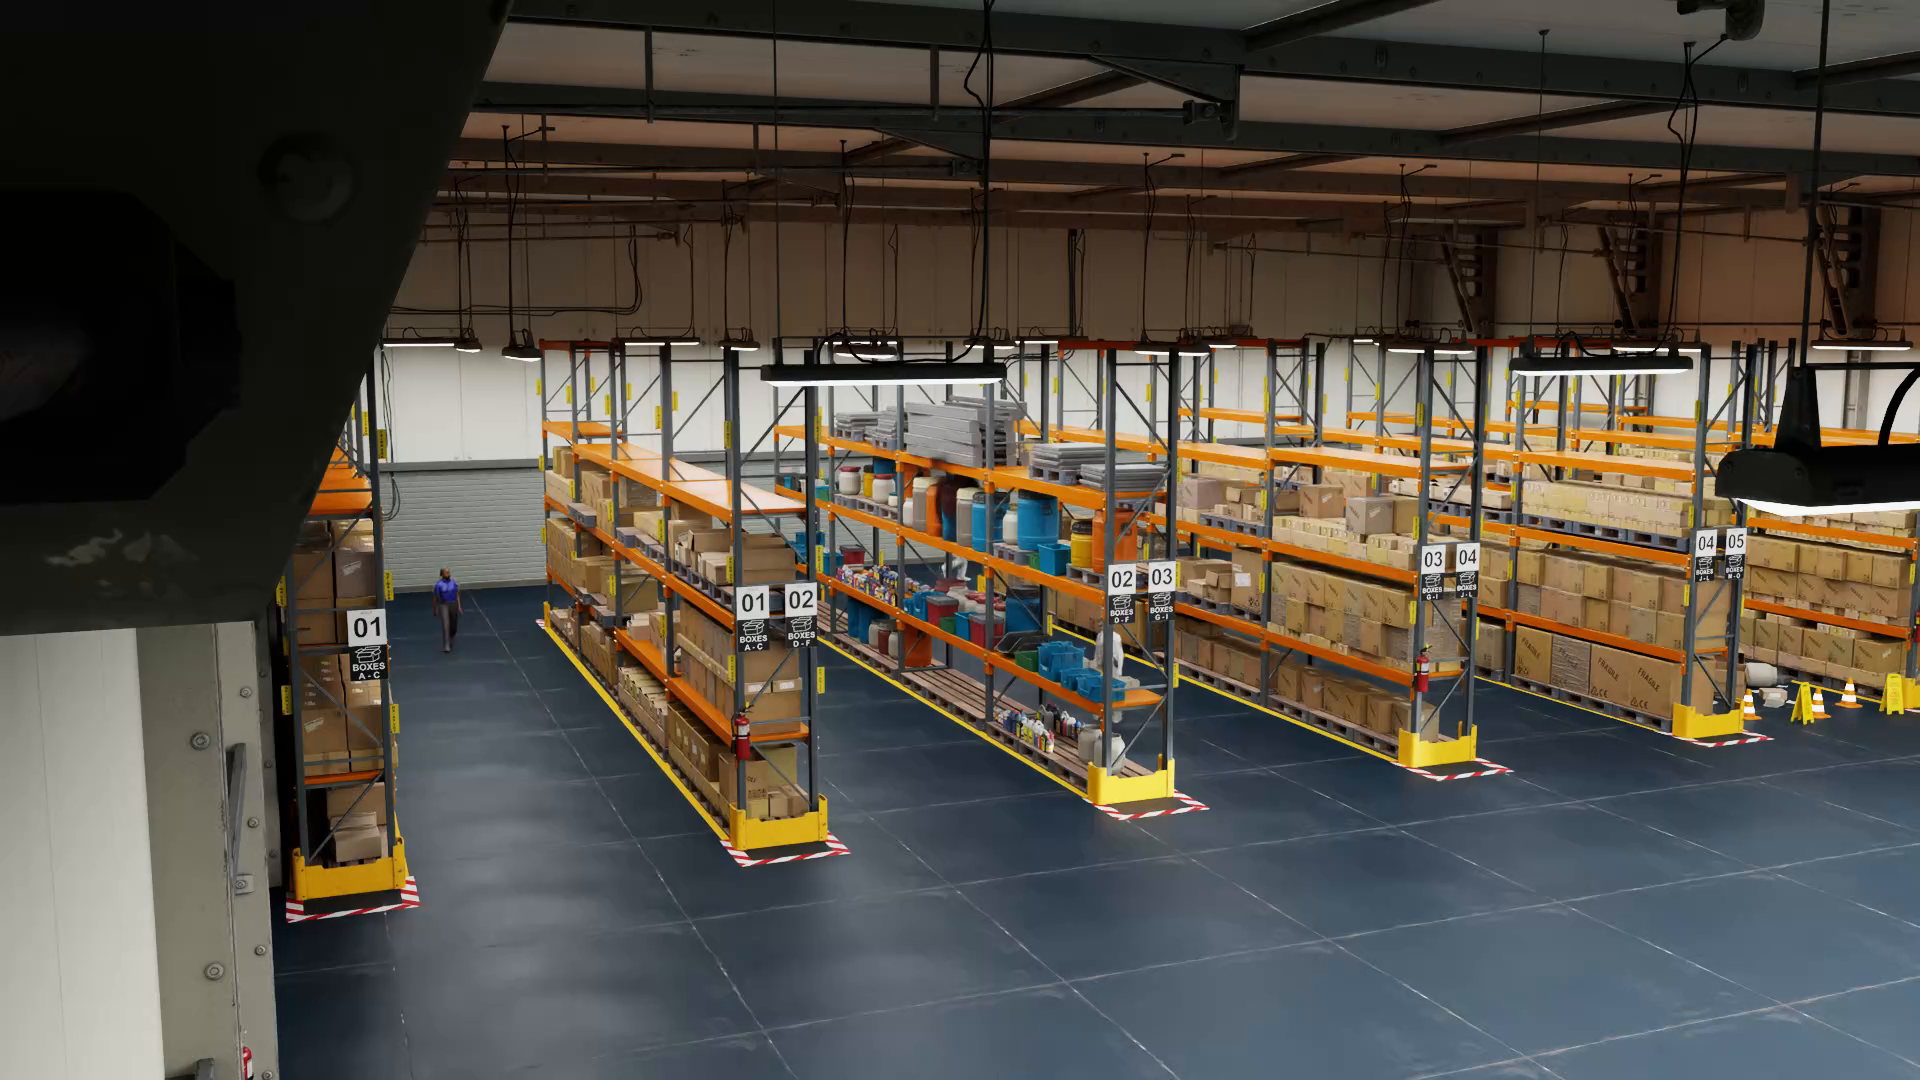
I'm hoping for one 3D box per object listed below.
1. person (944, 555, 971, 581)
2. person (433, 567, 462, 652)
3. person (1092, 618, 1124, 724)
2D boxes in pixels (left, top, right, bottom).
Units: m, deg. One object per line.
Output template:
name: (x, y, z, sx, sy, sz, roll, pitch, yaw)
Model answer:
person: (-0.040, 0.140, 40.834, 0.636, 1.749, 0.594, 3, 8, 24)
person: (-9.994, 1.325, 32.403, 0.525, 1.605, 0.884, -4, 8, -26)
person: (2.331, 2.043, 26.364, 0.549, 1.668, 0.363, 5, 9, 36)
